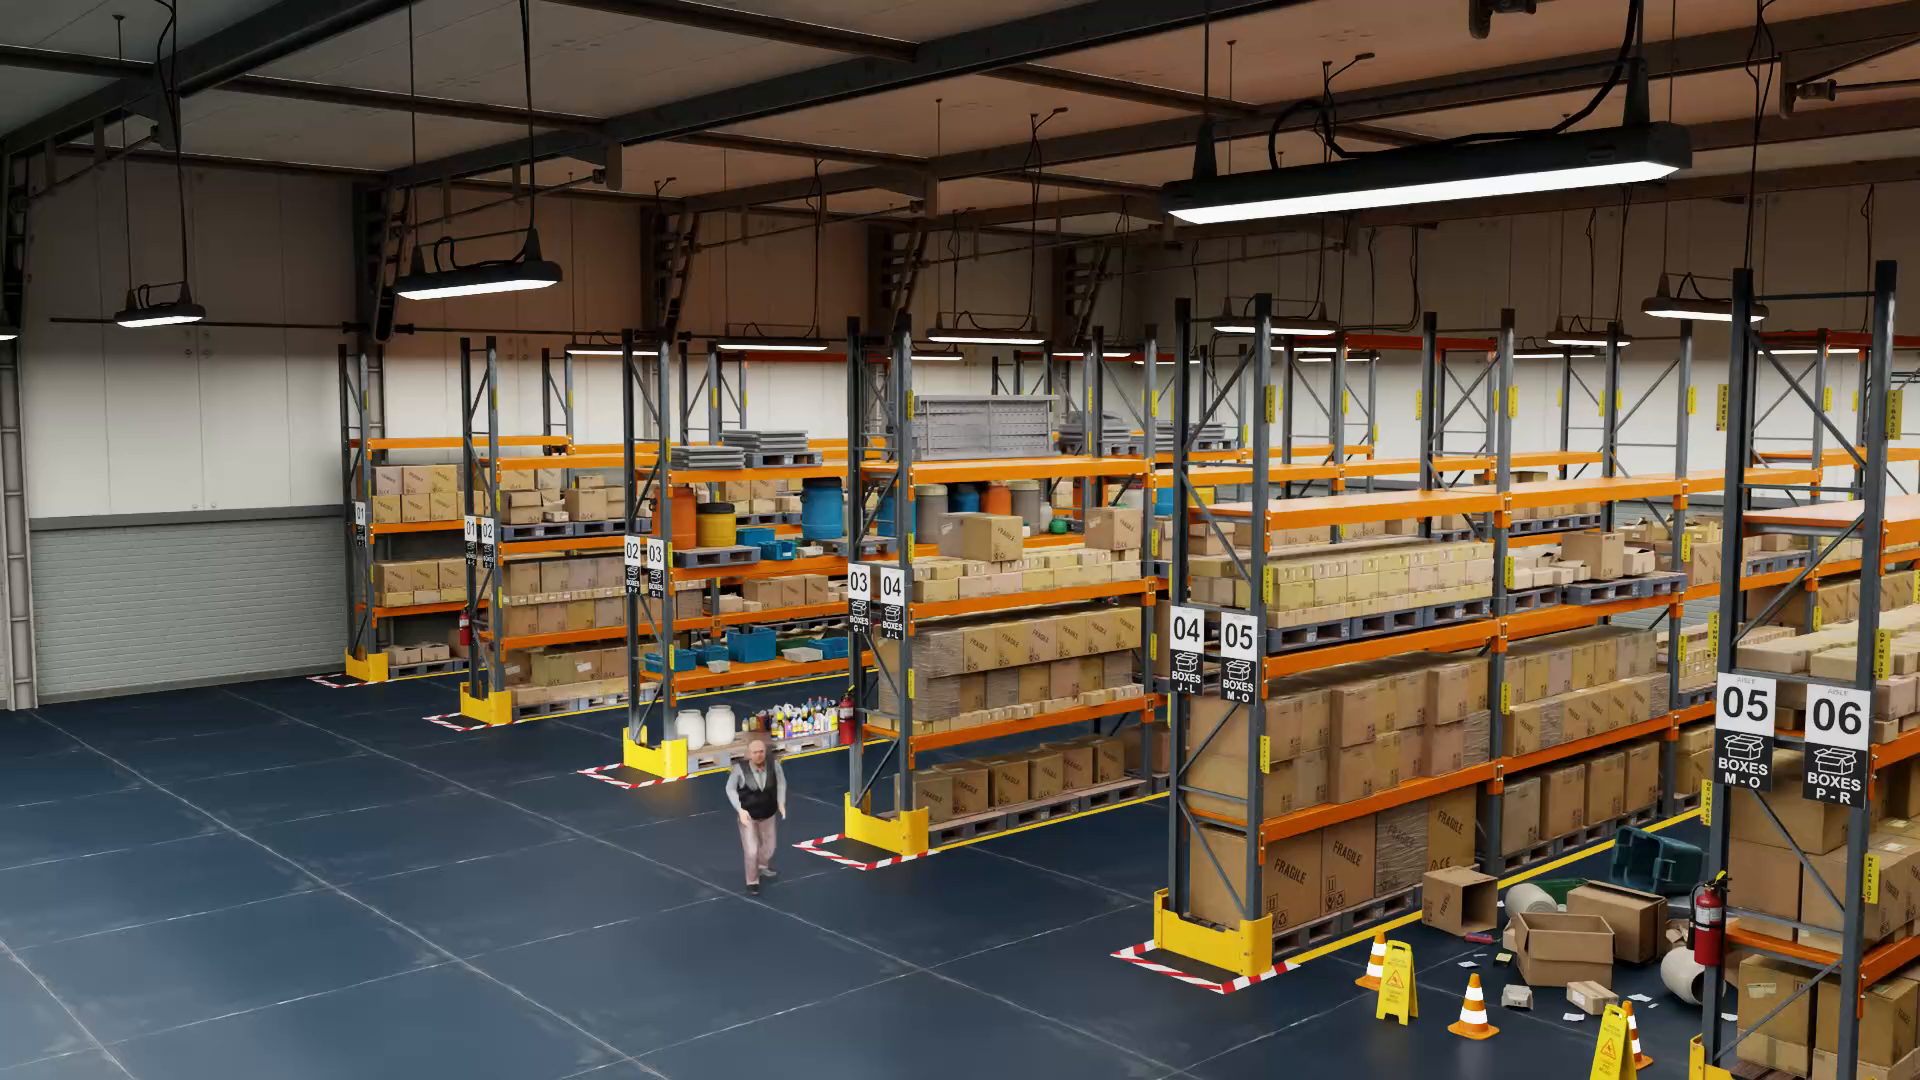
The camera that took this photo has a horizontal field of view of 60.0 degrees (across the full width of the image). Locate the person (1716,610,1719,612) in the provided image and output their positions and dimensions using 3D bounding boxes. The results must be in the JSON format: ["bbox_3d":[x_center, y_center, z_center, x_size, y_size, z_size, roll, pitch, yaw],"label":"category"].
[{"bbox_3d":[12.209,1.930,26.650,0.654,1.712,0.708,3,6,33],"label":"person"}]

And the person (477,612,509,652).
[{"bbox_3d":[-7.963,1.823,28.792,0.727,1.561,0.980,0,5,4],"label":"person"}]

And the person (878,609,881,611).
[{"bbox_3d":[-1.702,1.243,35.259,0.545,1.525,0.887,3,6,31],"label":"person"}]

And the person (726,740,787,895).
[{"bbox_3d":[-2.102,2.819,17.164,0.685,1.638,0.832,-2,6,-26],"label":"person"}]
